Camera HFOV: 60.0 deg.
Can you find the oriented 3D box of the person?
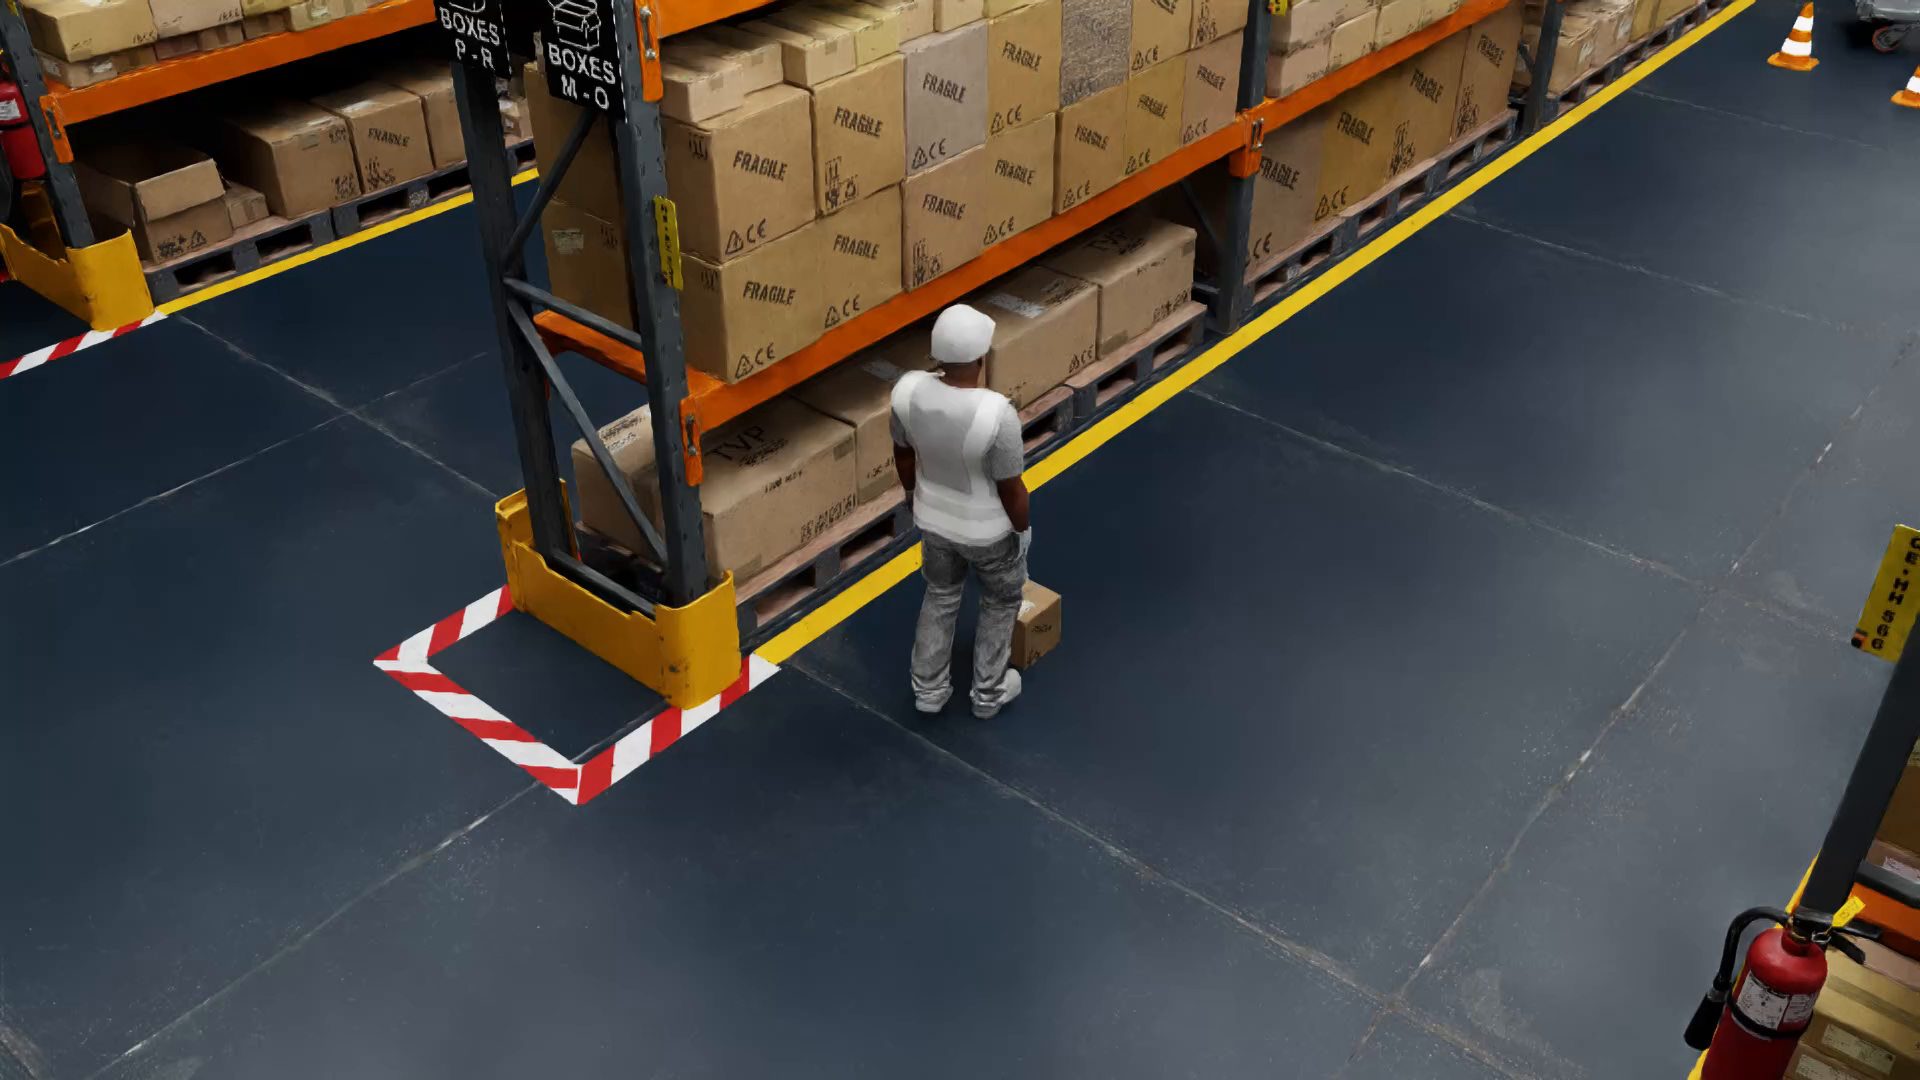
[{"bbox_3d":[0.023,-0.066,6.297,0.571,1.839,0.418,21,40,27],"label":"person"}]
